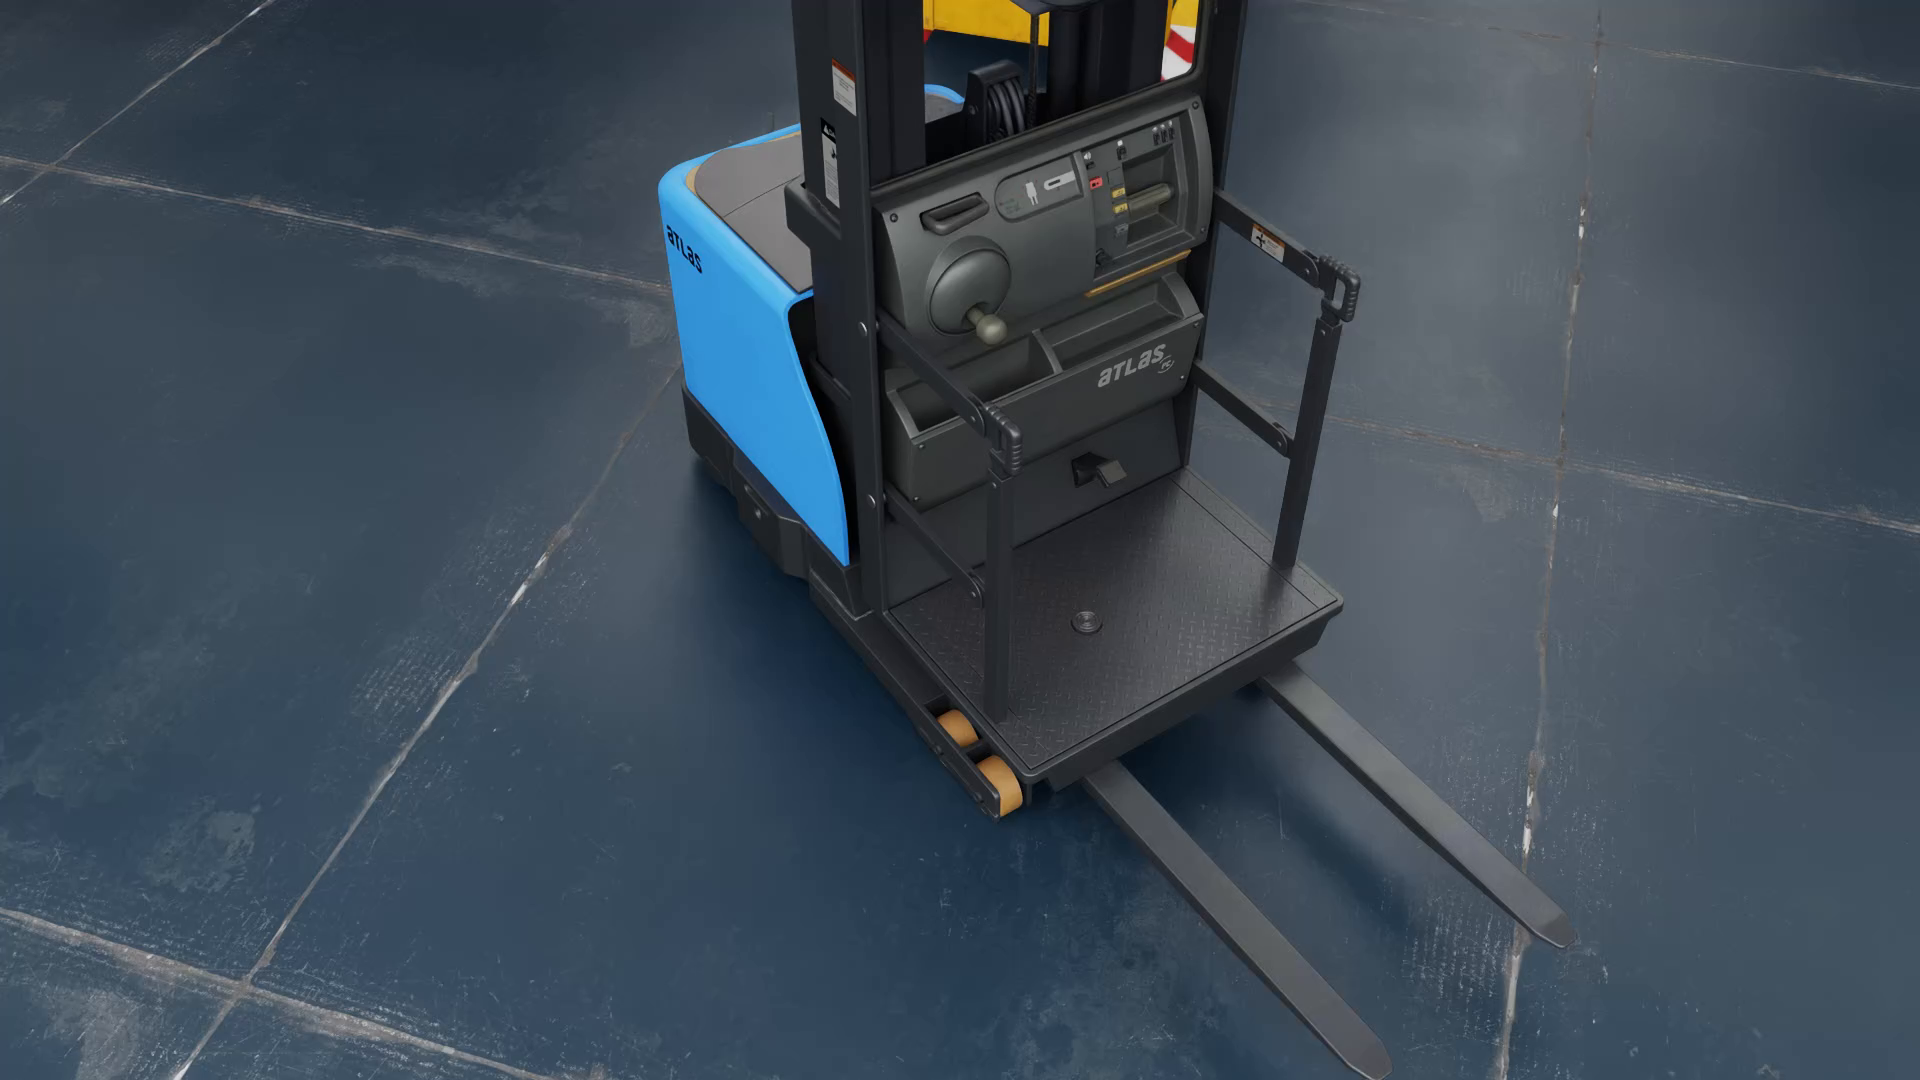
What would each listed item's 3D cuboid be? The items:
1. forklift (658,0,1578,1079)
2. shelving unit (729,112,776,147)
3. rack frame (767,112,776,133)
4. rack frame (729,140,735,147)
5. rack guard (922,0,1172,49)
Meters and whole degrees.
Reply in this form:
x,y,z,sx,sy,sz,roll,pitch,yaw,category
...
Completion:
x,y,z,sx,sy,sz,roll,pitch,yaw,category
0.350,-0.687,3.857,1.130,2.935,3.031,-25,50,-24,forklift
-0.574,-0.956,5.584,0.258,0.900,0.210,23,49,22,shelving unit
-0.520,-1.017,5.646,0.240,0.900,0.006,23,49,22,rack frame
-0.627,-0.896,5.522,0.240,0.900,0.006,23,49,22,rack frame
0.365,-2.543,7.492,1.175,0.500,0.348,13,46,13,rack guard
